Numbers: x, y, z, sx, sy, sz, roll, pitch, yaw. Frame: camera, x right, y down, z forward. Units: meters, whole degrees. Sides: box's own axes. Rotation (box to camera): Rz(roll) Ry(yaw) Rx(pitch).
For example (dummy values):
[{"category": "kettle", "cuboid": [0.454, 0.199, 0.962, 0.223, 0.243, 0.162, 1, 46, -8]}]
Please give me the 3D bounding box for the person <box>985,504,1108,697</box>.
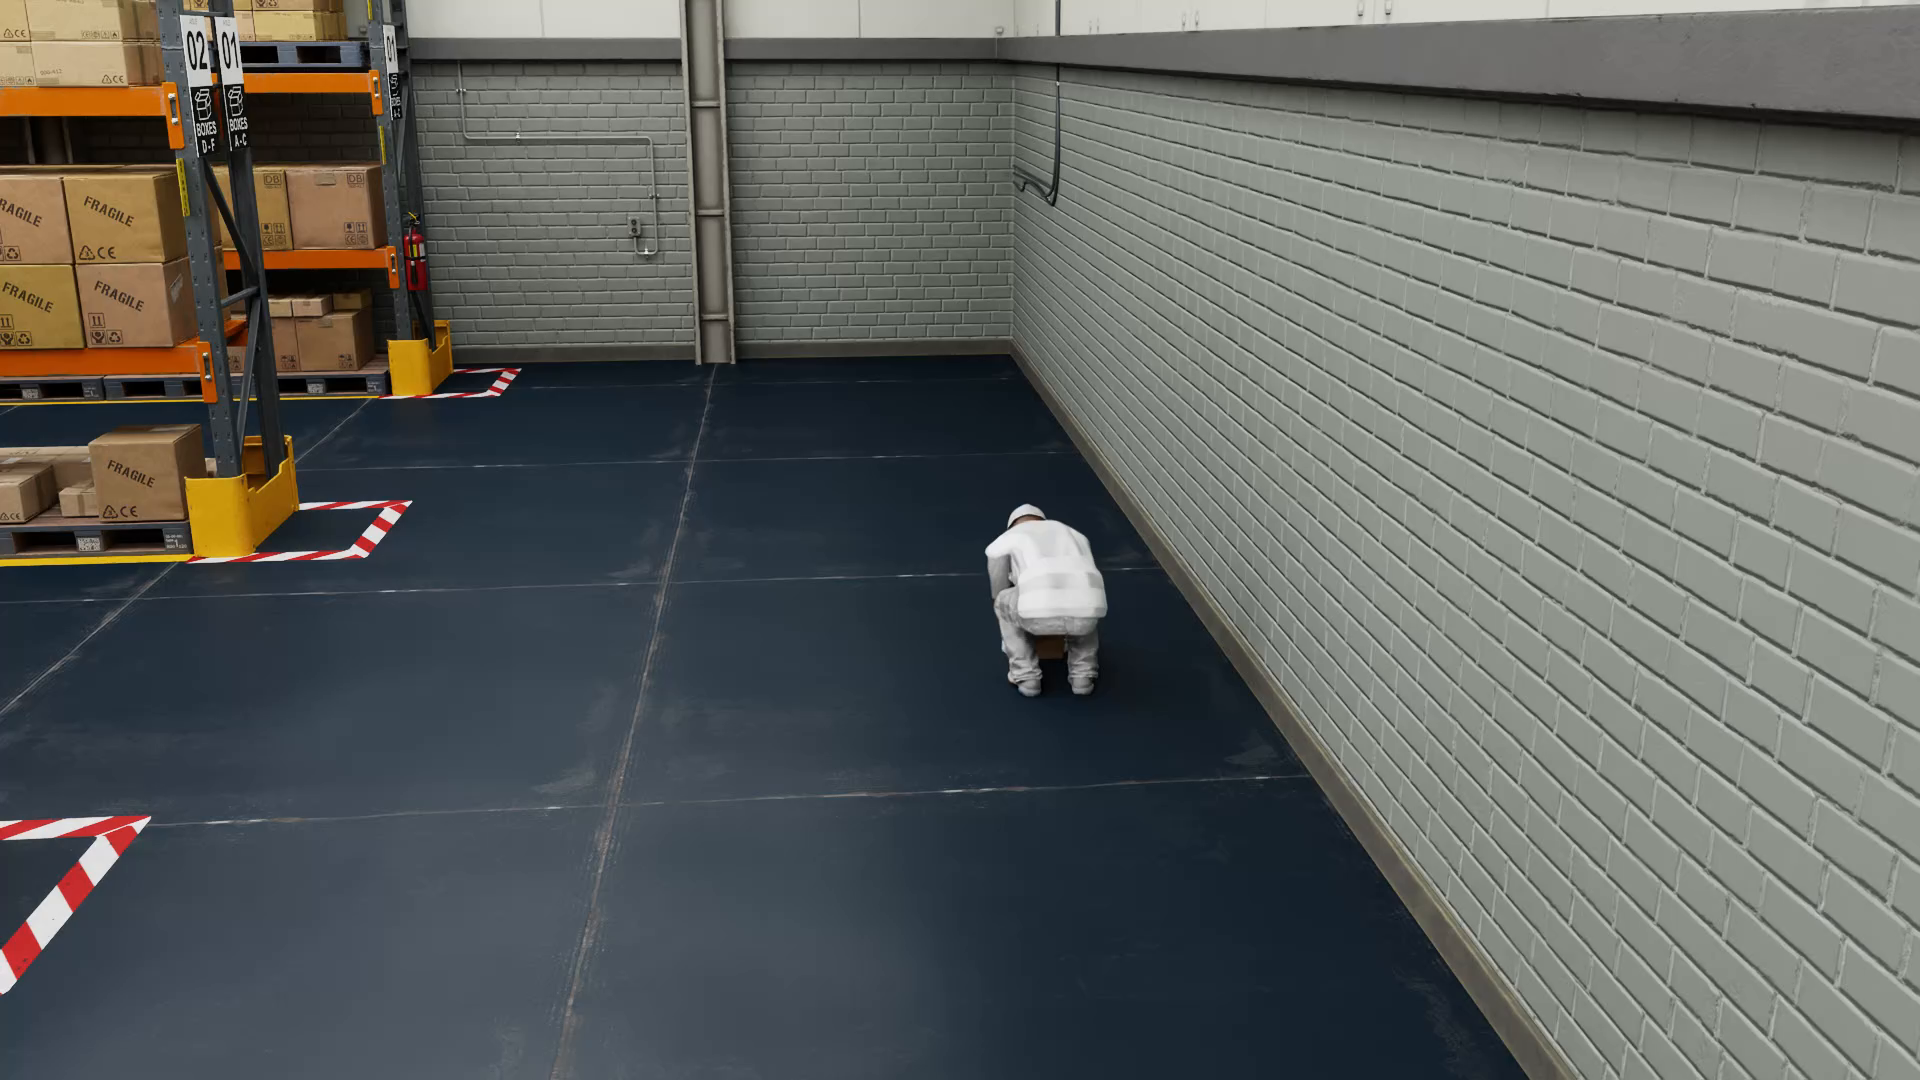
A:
[{"category": "person", "cuboid": [0.417, 0.326, 8.266, 0.564, 0.833, 0.962, -2, 17, -7]}]
